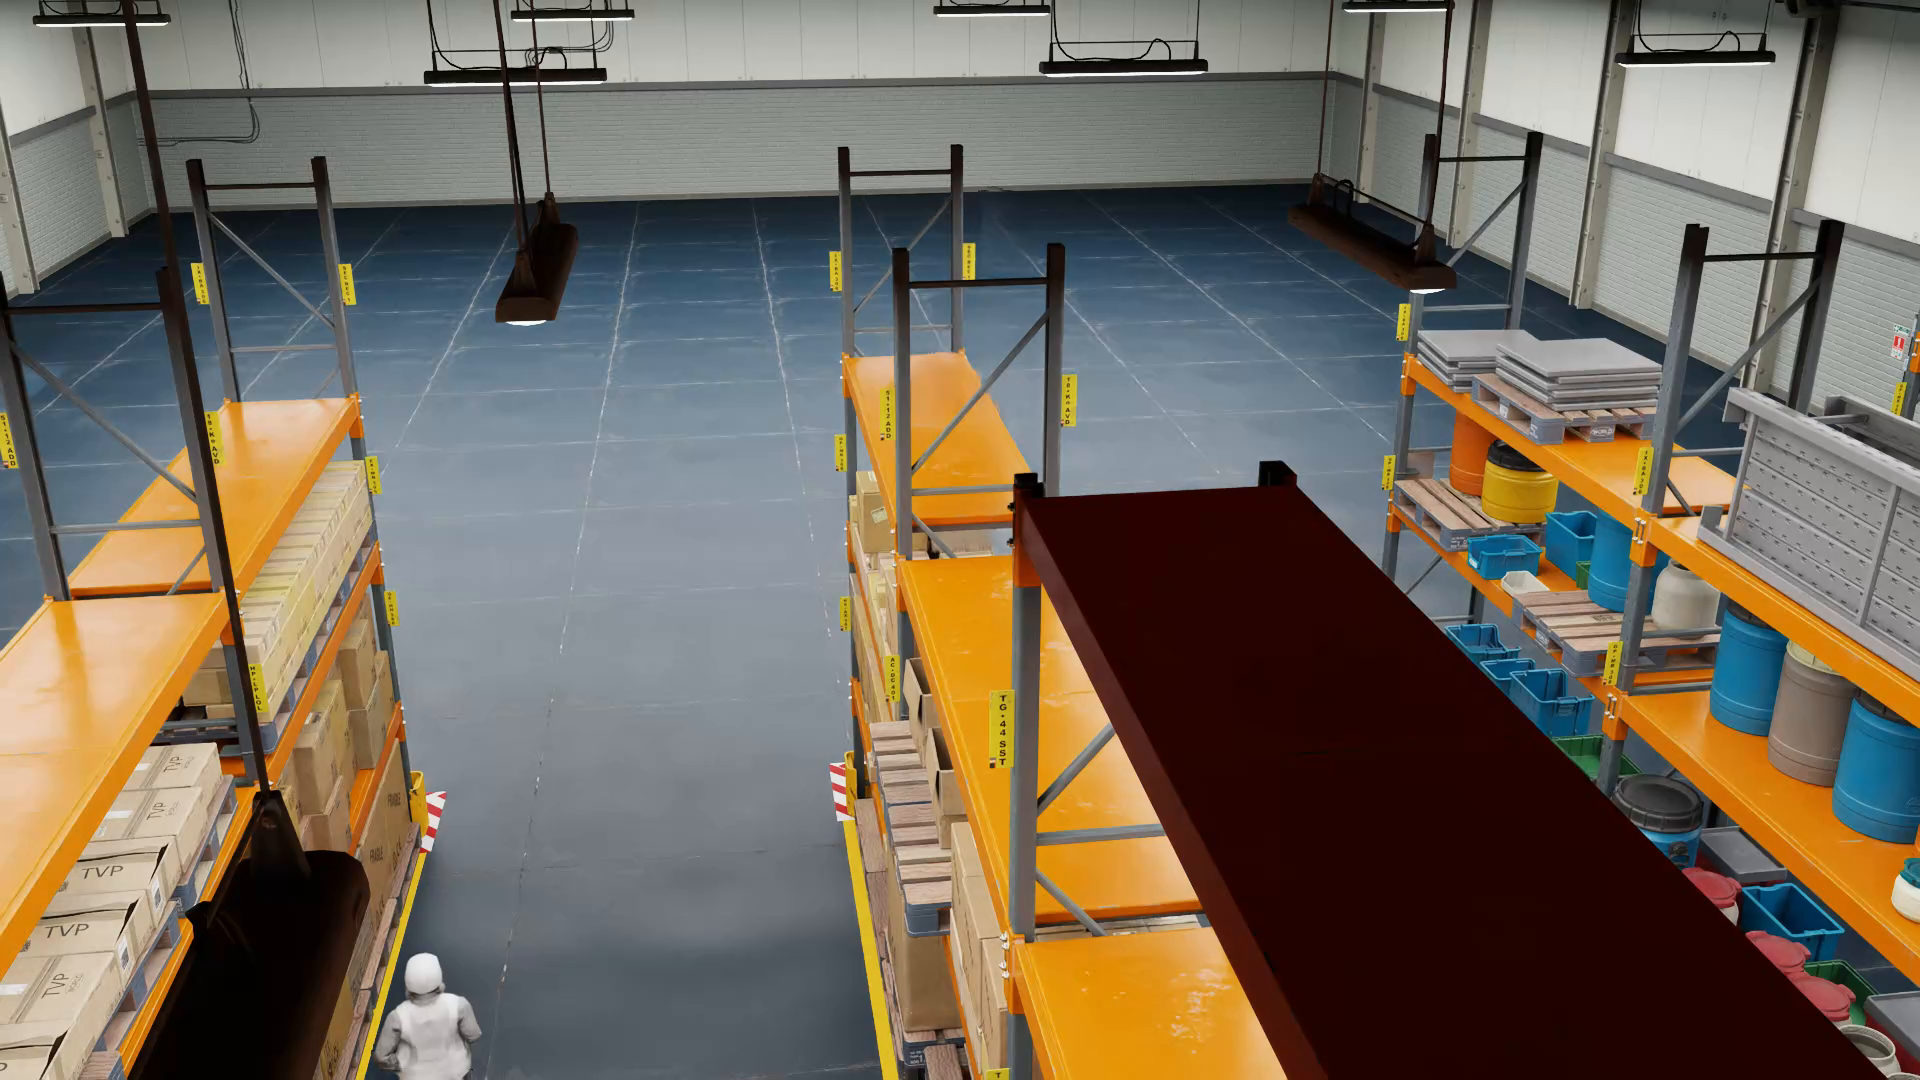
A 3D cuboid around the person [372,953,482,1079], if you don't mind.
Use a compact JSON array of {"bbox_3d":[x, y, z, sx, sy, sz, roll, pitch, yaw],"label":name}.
[{"bbox_3d":[-3.359,3.322,10.596,0.647,1.694,0.596,-6,22,-15],"label":"person"}]
